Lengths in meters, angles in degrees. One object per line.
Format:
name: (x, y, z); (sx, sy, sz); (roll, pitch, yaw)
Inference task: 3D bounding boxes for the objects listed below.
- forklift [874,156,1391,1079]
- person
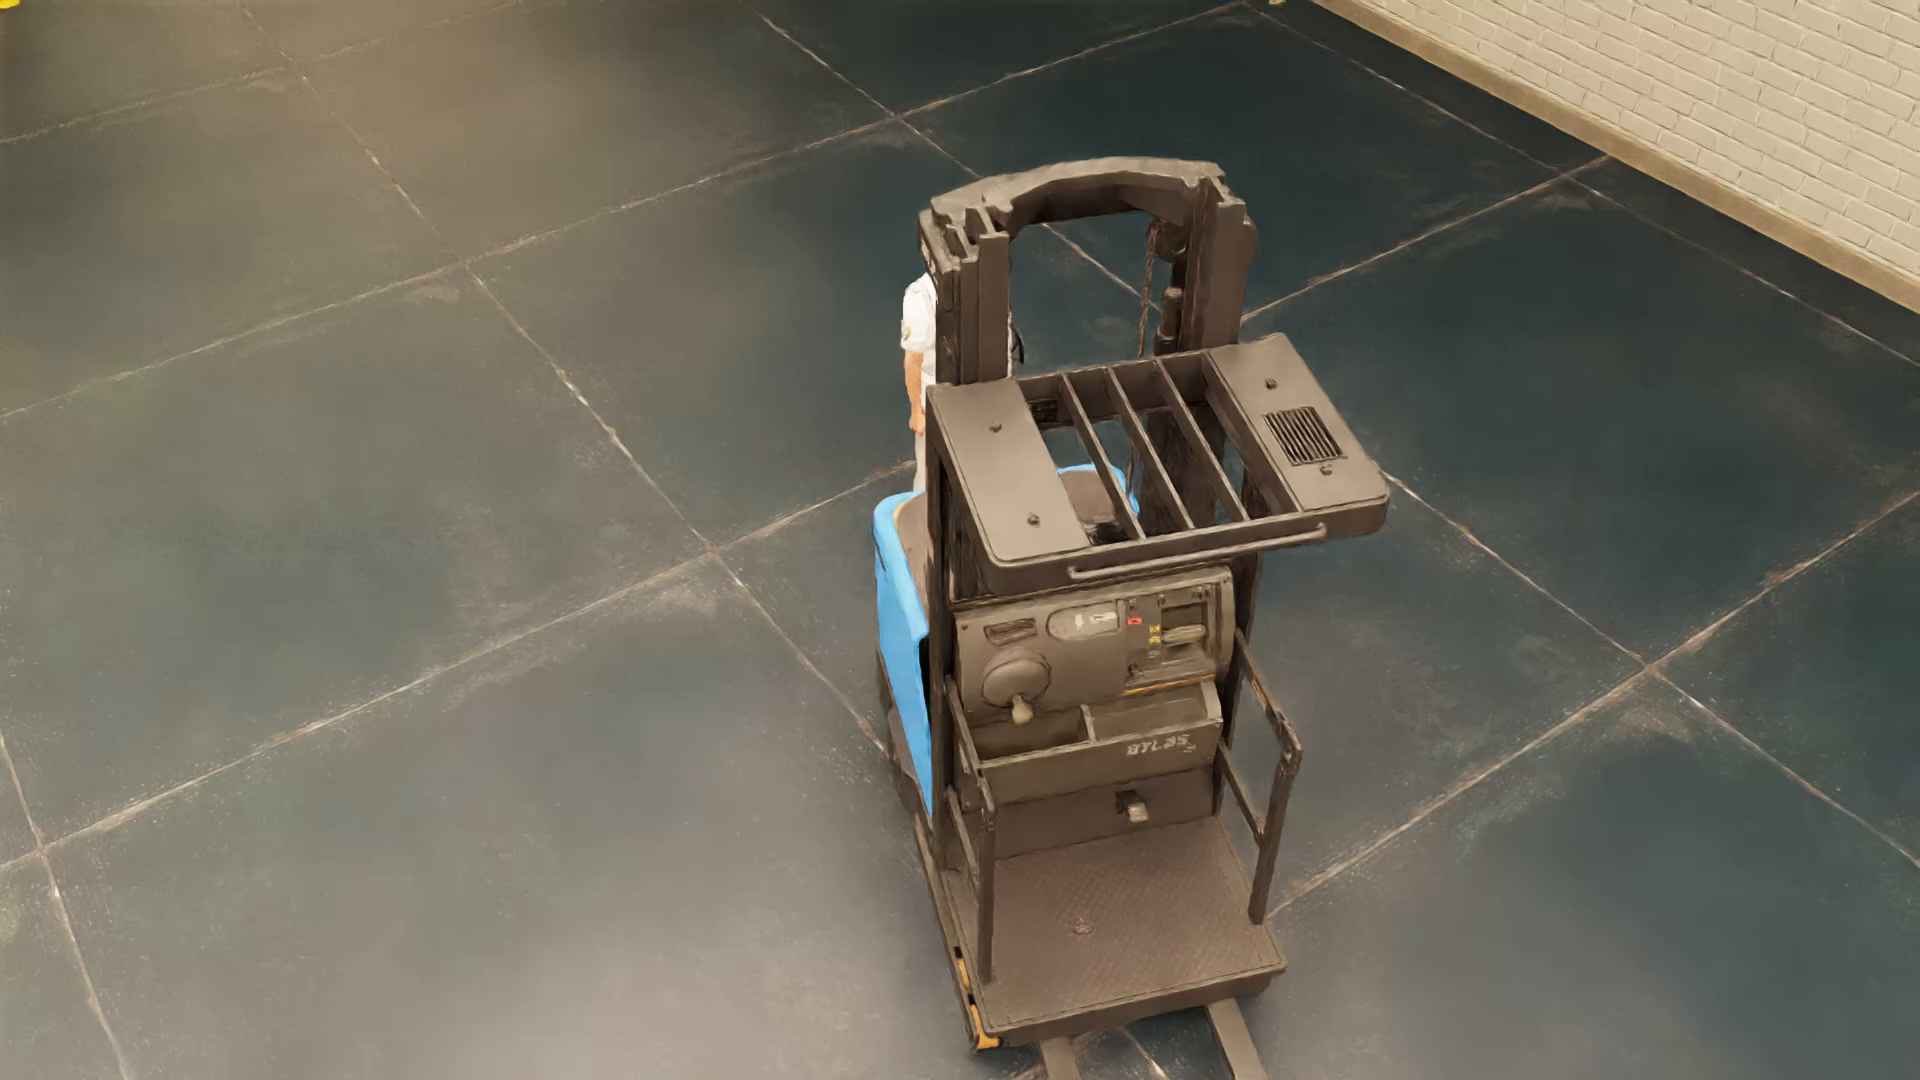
forklift: (0.499, 0.434, 5.244); (1.130, 2.935, 3.031); (-10, 44, -10)
person: (0.010, -0.642, 7.269); (0.523, 1.773, 0.396); (-25, 48, -25)
